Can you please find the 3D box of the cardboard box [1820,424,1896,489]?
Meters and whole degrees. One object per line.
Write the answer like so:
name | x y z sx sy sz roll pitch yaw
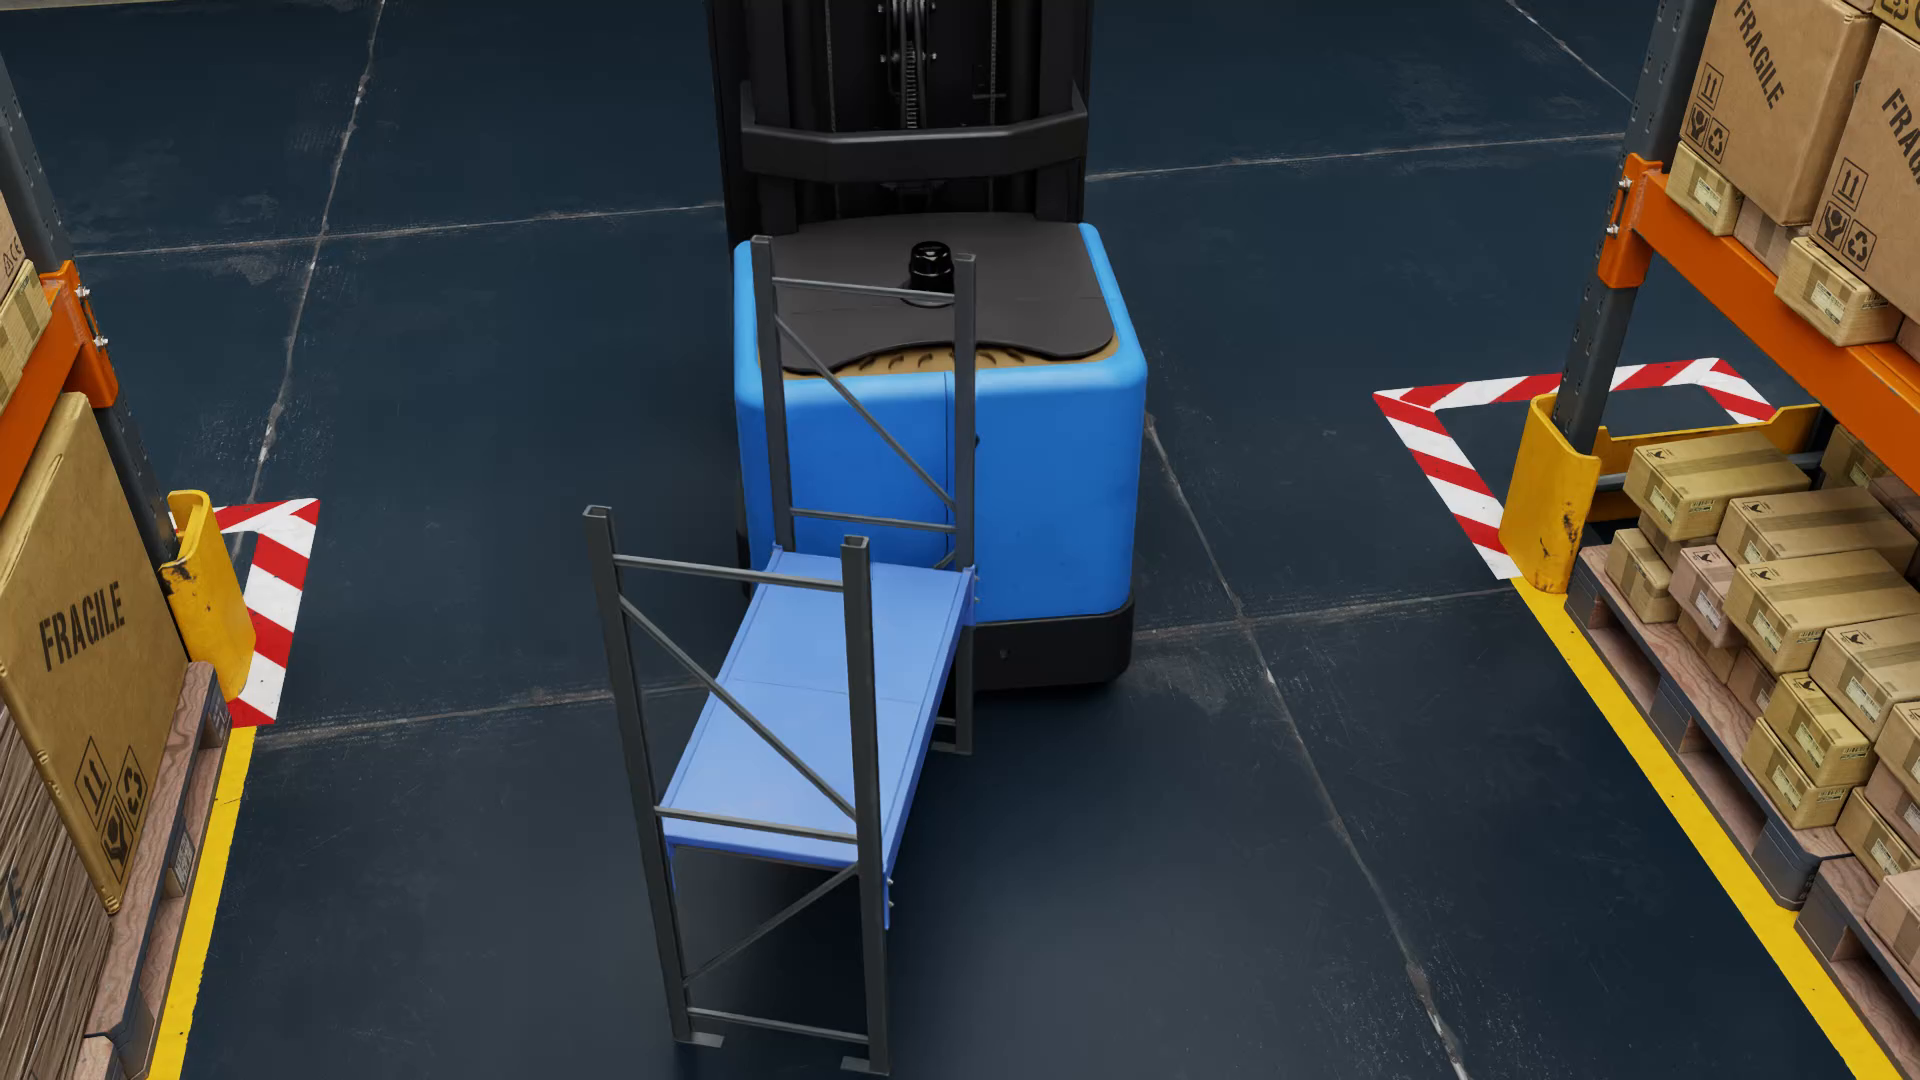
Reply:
cardboard box | 2.625 -0.209 4.570 0.380 0.149 0.250 -6 38 -7

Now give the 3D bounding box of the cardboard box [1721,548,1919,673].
cardboard box | 2.125 0.171 4.081 0.380 0.149 0.250 -6 38 -8

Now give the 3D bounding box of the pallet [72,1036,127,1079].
pallet | -2.190 1.557 3.074 1.003 0.211 1.213 -6 38 -8

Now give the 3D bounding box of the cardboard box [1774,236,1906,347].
cardboard box | 2.097 -0.579 3.755 0.380 0.149 0.250 -7 38 -9

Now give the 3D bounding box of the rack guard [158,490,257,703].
rack guard | -2.622 0.219 4.561 1.175 0.500 0.348 -6 38 -8

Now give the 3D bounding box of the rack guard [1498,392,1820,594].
rack guard | 2.296 -0.193 5.092 1.175 0.500 0.348 -6 38 -8

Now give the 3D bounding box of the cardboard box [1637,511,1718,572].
cardboard box | 2.122 -0.040 4.595 0.380 0.149 0.250 -5 38 -6

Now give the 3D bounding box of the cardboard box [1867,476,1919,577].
cardboard box | 2.613 -0.051 4.367 0.380 0.149 0.250 -6 38 -7

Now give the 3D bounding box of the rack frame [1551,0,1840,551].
rack frame | 2.283 -1.226 4.384 1.000 3.000 0.127 -6 38 -8

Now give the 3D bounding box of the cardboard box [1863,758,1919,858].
cardboard box | 2.323 0.587 3.789 0.380 0.149 0.250 -8 39 -10

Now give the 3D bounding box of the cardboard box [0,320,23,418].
cardboard box | -2.184 -0.318 3.420 0.380 0.149 0.250 -6 38 -7

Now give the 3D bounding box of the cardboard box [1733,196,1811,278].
cardboard box | 2.103 -0.747 3.971 0.380 0.149 0.250 -5 38 -6

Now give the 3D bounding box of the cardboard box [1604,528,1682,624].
cardboard box | 2.060 0.084 4.678 0.380 0.149 0.250 -5 38 -7

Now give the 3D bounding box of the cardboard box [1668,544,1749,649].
cardboard box | 2.115 0.132 4.375 0.380 0.149 0.250 -6 38 -8

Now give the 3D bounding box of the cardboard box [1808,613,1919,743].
cardboard box | 2.250 0.312 3.900 0.380 0.149 0.250 -8 39 -10

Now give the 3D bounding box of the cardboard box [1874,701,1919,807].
cardboard box | 2.290 0.481 3.683 0.380 0.149 0.250 -5 38 -6

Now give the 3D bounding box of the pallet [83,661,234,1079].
pallet | -2.401 0.822 4.020 1.003 0.211 1.213 -6 38 -8

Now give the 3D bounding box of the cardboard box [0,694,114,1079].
cardboard box | -2.267 0.847 3.105 0.875 0.875 0.875 -6 38 -8

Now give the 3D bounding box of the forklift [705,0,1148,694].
forklift | -0.195 -1.601 4.921 1.130 2.935 3.031 -4 38 -5

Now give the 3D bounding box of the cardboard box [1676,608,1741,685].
cardboard box | 2.186 0.234 4.486 0.380 0.149 0.250 -6 38 -8

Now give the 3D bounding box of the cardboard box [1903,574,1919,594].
cardboard box | 2.649 0.068 4.457 0.380 0.149 0.250 -7 38 -9

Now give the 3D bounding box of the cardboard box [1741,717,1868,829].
cardboard box | 2.173 0.549 4.080 0.380 0.149 0.250 -6 38 -7

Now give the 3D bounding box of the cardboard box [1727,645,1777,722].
cardboard box | 2.237 0.383 4.294 0.380 0.149 0.250 -6 38 -7

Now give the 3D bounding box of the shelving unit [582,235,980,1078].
shelving unit | -0.307 0.262 3.690 0.538 1.500 1.048 7 38 8

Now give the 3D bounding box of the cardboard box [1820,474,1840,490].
cardboard box | 2.657 -0.096 4.667 0.380 0.149 0.250 -7 38 -9

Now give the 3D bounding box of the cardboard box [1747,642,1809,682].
cardboard box | 2.245 0.270 4.197 0.380 0.149 0.250 -6 38 -7

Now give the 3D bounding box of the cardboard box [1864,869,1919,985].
cardboard box | 2.270 0.853 3.689 0.380 0.149 0.250 -8 39 -10

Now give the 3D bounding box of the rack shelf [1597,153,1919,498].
rack shelf | 2.634 0.266 3.050 1.077 0.370 4.000 -6 38 -8

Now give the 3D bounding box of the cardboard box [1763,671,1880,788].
cardboard box | 2.183 0.437 3.982 0.380 0.149 0.250 -5 38 -7

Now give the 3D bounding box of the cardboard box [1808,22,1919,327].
cardboard box | 2.209 -0.762 3.462 0.500 0.500 0.500 -6 38 -8

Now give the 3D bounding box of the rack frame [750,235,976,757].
rack frame | -0.213 -0.045 4.085 0.500 1.500 0.032 7 38 8

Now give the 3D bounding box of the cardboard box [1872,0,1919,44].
cardboard box | 2.195 -1.174 3.178 0.500 0.500 0.500 -5 38 -7

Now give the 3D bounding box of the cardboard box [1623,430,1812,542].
cardboard box | 2.040 -0.148 4.493 0.380 0.149 0.250 -8 39 -10

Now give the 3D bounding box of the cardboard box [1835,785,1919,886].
cardboard box | 2.312 0.693 3.895 0.380 0.149 0.250 -6 38 -8

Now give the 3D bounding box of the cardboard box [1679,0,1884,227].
cardboard box | 2.090 -1.083 3.875 0.500 0.500 0.500 -5 38 -6

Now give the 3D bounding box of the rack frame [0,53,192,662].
rack frame | -2.618 -0.754 3.776 1.000 3.000 0.127 -6 38 -8

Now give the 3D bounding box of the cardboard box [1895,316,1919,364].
cardboard box | 2.277 -0.437 3.572 0.380 0.149 0.250 -5 38 -6

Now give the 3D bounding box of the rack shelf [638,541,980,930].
rack shelf | -0.307 0.404 3.801 0.538 0.185 1.000 7 38 8

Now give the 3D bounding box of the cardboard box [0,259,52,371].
cardboard box | -2.231 -0.475 3.621 0.380 0.149 0.250 -6 38 -7

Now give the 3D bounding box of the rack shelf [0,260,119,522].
rack shelf | -2.267 0.738 2.441 1.077 0.370 4.000 -6 38 -8

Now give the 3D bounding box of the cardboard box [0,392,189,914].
cardboard box | -2.427 0.297 3.812 0.875 0.875 0.875 -6 38 -8

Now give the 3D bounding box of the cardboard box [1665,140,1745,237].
cardboard box | 2.017 -0.896 4.164 0.380 0.149 0.250 -7 38 -8

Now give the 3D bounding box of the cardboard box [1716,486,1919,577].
cardboard box | 2.207 0.005 4.295 0.380 0.149 0.250 -6 38 -7

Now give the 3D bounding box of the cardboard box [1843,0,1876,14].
cardboard box | 2.100 -1.479 3.569 0.500 0.500 0.500 -6 38 -8

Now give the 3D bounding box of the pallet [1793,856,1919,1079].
pallet | 2.614 1.150 3.597 1.003 0.211 1.213 -6 38 -8

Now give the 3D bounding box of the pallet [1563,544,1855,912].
pallet | 2.404 0.415 4.544 1.003 0.211 1.213 -6 38 -8

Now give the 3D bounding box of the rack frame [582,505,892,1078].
rack frame | -0.402 0.568 3.296 0.500 1.500 0.032 7 38 8

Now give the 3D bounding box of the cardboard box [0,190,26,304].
cardboard box | -2.272 -0.548 3.390 0.500 0.250 0.500 -7 38 -9
